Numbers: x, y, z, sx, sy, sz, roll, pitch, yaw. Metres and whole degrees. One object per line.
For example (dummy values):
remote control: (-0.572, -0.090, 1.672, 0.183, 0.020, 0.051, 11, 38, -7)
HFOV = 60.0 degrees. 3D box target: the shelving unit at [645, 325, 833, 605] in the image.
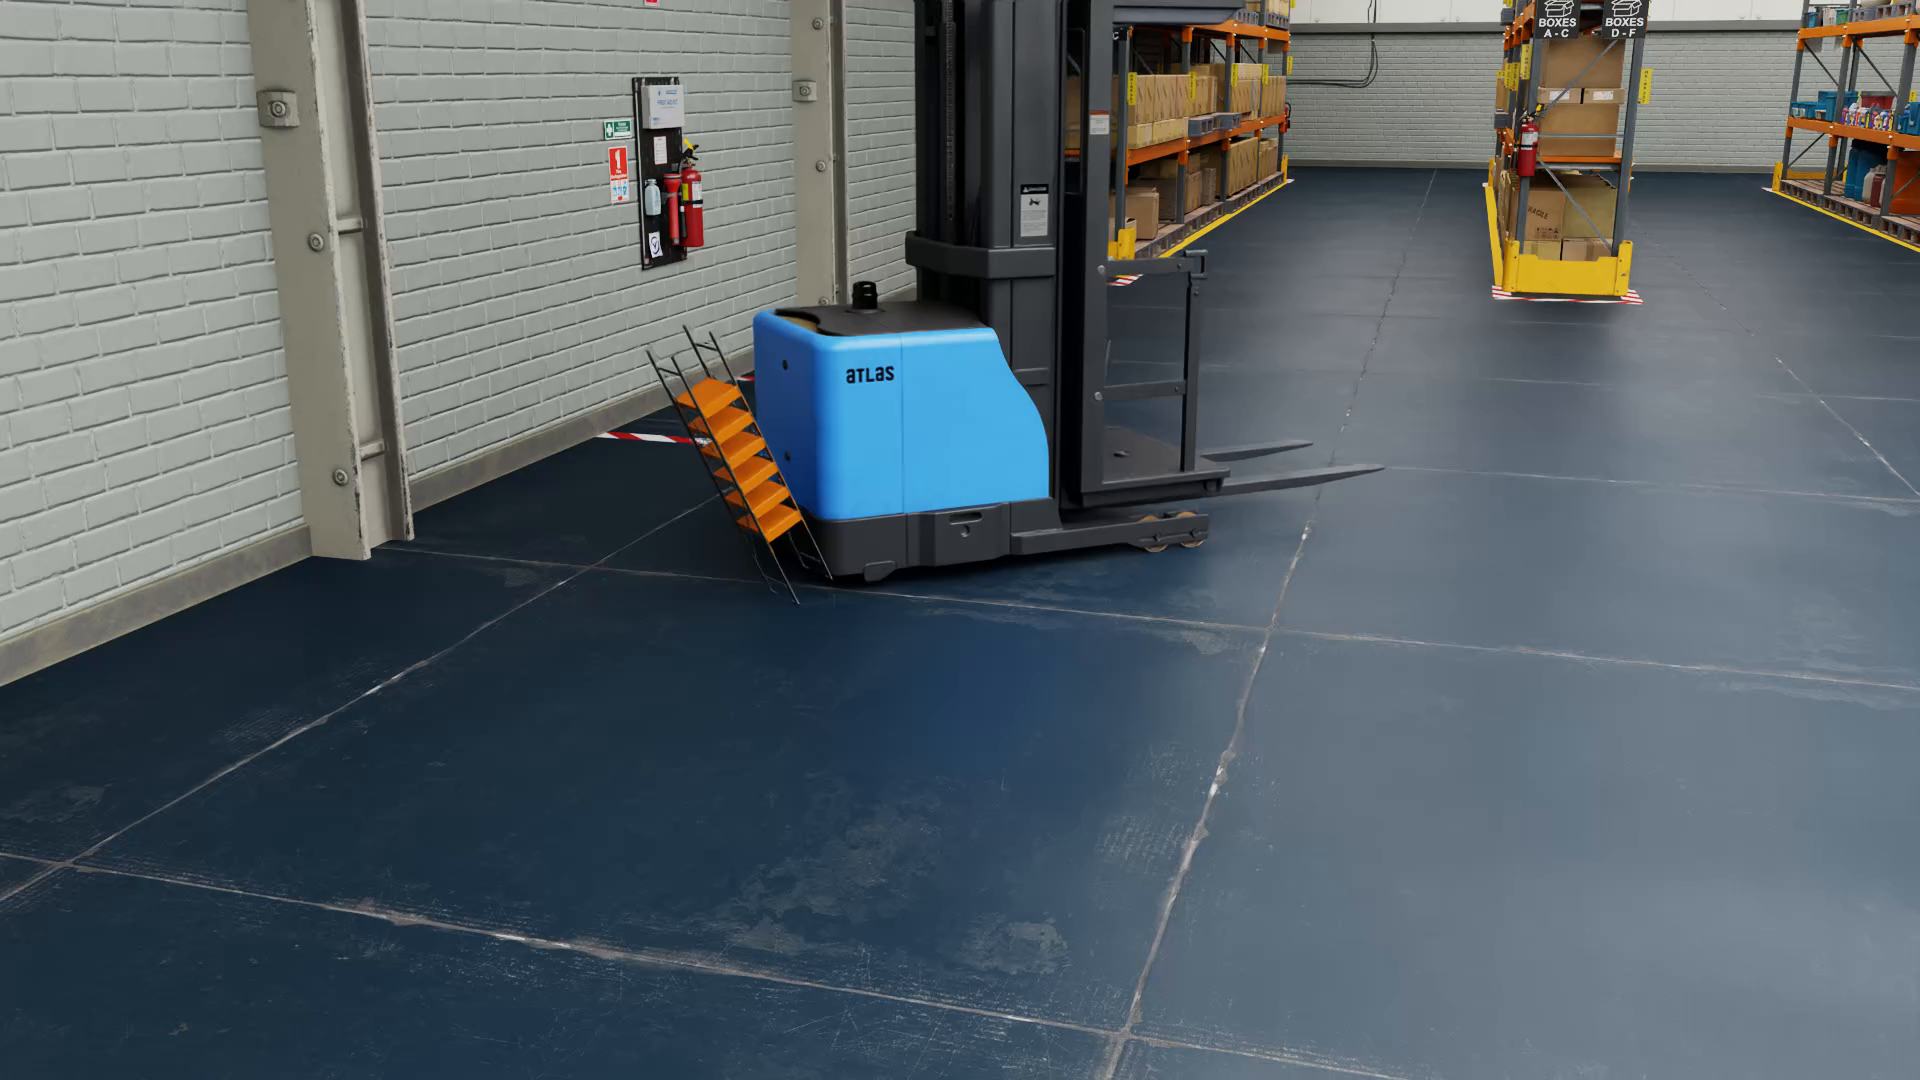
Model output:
shelving unit: (-0.879, -0.290, 6.714, 0.189, 1.200, 0.258, -38, 32, -23)

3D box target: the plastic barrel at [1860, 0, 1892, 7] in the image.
plastic barrel: (13.778, -8.268, 24.965, 0.433, 0.535, 0.433, 0, 16, 0)

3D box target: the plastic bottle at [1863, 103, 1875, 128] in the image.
plastic bottle: (13.237, -6.165, 24.158, 0.144, 0.351, 0.185, 5, 16, 16)

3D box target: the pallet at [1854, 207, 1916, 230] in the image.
pallet: (13.215, -4.497, 23.297, 1.003, 0.211, 1.213, 5, 16, 16)

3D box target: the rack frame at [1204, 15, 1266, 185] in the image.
rack frame: (4.669, -7.444, 28.576, 1.000, 3.000, 0.127, 5, 16, 16)

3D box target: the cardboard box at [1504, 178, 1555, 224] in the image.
cardboard box: (6.290, -3.718, 18.335, 0.500, 0.500, 0.500, 5, 16, 16)

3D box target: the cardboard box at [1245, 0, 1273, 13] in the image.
cardboard box: (5.118, -9.225, 28.682, 0.500, 0.250, 0.500, 5, 16, 16)

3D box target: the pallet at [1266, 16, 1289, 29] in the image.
pallet: (5.605, -9.696, 31.181, 1.003, 0.211, 1.213, 5, 16, 16)

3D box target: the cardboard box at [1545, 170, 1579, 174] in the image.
cardboard box: (8.370, -5.007, 23.227, 0.500, 0.311, 0.500, 5, 17, 17)

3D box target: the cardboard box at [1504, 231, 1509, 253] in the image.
cardboard box: (6.009, -3.095, 17.514, 0.500, 0.250, 0.500, 5, 16, 16)

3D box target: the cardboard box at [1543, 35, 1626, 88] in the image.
cardboard box: (6.169, -4.728, 16.442, 0.700, 0.500, 0.500, 5, 16, 16)

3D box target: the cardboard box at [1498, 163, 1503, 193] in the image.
cardboard box: (8.614, -5.559, 25.707, 0.500, 0.500, 0.500, 4, 16, 14)

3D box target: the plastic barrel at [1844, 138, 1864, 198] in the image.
plastic barrel: (13.997, -5.727, 25.599, 0.600, 0.901, 0.708, 5, 16, 16)

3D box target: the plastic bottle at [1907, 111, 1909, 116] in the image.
plastic bottle: (13.890, -6.167, 24.310, 0.097, 0.271, 0.097, 0, 16, 0)

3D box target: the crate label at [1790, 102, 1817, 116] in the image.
crate label: (14.919, -7.631, 29.434, 0.416, 0.233, 0.303, 5, 16, 16)

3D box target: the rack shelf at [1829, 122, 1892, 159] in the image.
rack shelf: (13.599, -5.806, 24.121, 1.077, 0.370, 4.000, 5, 16, 16)

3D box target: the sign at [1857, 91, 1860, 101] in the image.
sign: (15.837, -7.762, 29.399, 0.100, 0.325, 0.005, 5, 16, 16)

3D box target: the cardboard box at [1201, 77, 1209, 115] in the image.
cardboard box: (3.076, -6.206, 23.221, 0.700, 0.500, 0.500, 5, 16, 16)

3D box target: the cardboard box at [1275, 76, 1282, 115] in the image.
cardboard box: (5.475, -8.309, 31.078, 0.980, 0.700, 0.700, 4, 16, 15)

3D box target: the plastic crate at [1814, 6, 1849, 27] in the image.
plastic crate: (14.607, -8.757, 27.822, 0.504, 0.338, 0.767, 5, 16, 16)

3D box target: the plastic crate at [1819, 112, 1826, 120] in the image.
plastic crate: (14.228, -6.886, 27.003, 0.437, 0.125, 0.590, 5, 16, 16)

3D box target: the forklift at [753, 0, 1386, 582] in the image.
forklift: (0.604, -1.476, 7.663, 3.031, 2.935, 1.130, -7, 17, -23)

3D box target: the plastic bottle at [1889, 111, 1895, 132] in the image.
plastic bottle: (12.737, -5.712, 22.684, 0.061, 0.283, 0.133, 5, 16, 16)

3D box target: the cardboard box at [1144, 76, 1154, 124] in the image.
cardboard box: (1.833, -4.833, 18.234, 0.500, 0.500, 0.500, 5, 16, 16)

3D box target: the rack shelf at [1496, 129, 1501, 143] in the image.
rack shelf: (9.988, -7.238, 29.168, 1.077, 0.370, 4.000, 5, 16, 16)

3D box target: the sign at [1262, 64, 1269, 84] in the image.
sign: (5.192, -7.923, 28.290, 0.100, 0.325, 0.005, 5, 16, 16)

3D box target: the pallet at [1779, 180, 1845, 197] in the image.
pallet: (15.033, -6.168, 29.188, 1.003, 0.211, 1.213, 5, 16, 16)

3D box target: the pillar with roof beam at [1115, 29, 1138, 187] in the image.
pillar with roof beam: (6.461, -8.677, 21.928, 9.100, 9.000, 0.400, 5, 16, 16)

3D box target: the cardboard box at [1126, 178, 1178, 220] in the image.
cardboard box: (2.589, -4.554, 22.162, 0.700, 0.500, 0.500, 5, 17, 18)

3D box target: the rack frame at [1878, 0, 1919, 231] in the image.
rack frame: (13.031, -5.629, 22.178, 1.000, 3.000, 0.127, 5, 16, 16)

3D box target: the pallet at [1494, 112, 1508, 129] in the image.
pallet: (8.408, -6.105, 24.206, 1.213, 0.211, 1.003, 5, 16, 16)

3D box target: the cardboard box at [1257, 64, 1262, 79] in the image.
cardboard box: (4.782, -7.863, 27.916, 0.500, 0.250, 0.500, 5, 17, 17)

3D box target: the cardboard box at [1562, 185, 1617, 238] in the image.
cardboard box: (6.515, -3.415, 17.268, 0.500, 0.500, 0.500, 5, 16, 16)

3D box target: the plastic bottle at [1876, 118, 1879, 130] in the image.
plastic bottle: (12.991, -5.889, 23.458, 0.097, 0.201, 0.097, 0, 16, 0)

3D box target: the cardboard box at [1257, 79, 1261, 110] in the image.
cardboard box: (4.780, -7.504, 28.025, 0.500, 0.500, 0.500, 4, 16, 15)

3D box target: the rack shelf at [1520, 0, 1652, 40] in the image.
rack shelf: (6.578, -5.541, 17.690, 1.077, 0.370, 4.000, 5, 16, 16)

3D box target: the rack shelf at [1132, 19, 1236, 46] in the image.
rack shelf: (2.964, -6.971, 22.731, 1.077, 0.370, 4.000, 5, 16, 16)

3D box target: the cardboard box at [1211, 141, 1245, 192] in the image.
cardboard box: (4.122, -5.976, 26.571, 0.750, 0.750, 0.750, 5, 16, 16)

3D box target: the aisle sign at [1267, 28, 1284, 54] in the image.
aisle sign: (6.114, -9.736, 31.895, 0.394, 0.787, 0.004, 5, 16, 16)

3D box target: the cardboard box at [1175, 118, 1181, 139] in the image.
cardboard box: (2.402, -5.011, 20.238, 0.500, 0.250, 0.500, 5, 17, 16)

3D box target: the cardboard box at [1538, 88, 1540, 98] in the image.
cardboard box: (6.009, -4.465, 16.701, 0.380, 0.149, 0.250, 5, 17, 17)

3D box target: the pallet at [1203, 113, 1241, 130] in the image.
pallet: (3.432, -6.110, 24.226, 1.213, 0.211, 1.003, 5, 16, 16)

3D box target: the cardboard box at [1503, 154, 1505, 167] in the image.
cardboard box: (8.336, -5.662, 24.694, 0.500, 0.250, 0.500, 5, 17, 18)

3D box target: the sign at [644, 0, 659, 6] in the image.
sign: (-1.913, -3.462, 10.290, 0.001, 0.298, 0.199, 5, 16, 16)

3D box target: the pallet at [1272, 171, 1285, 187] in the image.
pallet: (5.654, -6.933, 31.887, 1.003, 0.211, 1.213, 5, 16, 16)

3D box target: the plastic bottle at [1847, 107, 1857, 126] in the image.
plastic bottle: (13.567, -6.429, 25.224, 0.152, 0.276, 0.135, 5, 16, 16)

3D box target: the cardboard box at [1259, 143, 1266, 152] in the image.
cardboard box: (5.252, -7.018, 29.699, 0.380, 0.149, 0.250, 5, 17, 18)

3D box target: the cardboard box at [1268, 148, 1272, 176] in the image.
cardboard box: (5.418, -7.036, 30.951, 0.700, 0.500, 0.500, 4, 16, 14)

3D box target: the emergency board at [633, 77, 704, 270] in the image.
emergency board: (-1.815, -2.341, 10.586, 0.194, 1.169, 0.643, 5, 16, 16)

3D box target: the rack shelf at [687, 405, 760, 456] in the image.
rack shelf: (-0.947, -0.446, 6.618, 0.180, 0.103, 0.258, -38, 32, -23)
